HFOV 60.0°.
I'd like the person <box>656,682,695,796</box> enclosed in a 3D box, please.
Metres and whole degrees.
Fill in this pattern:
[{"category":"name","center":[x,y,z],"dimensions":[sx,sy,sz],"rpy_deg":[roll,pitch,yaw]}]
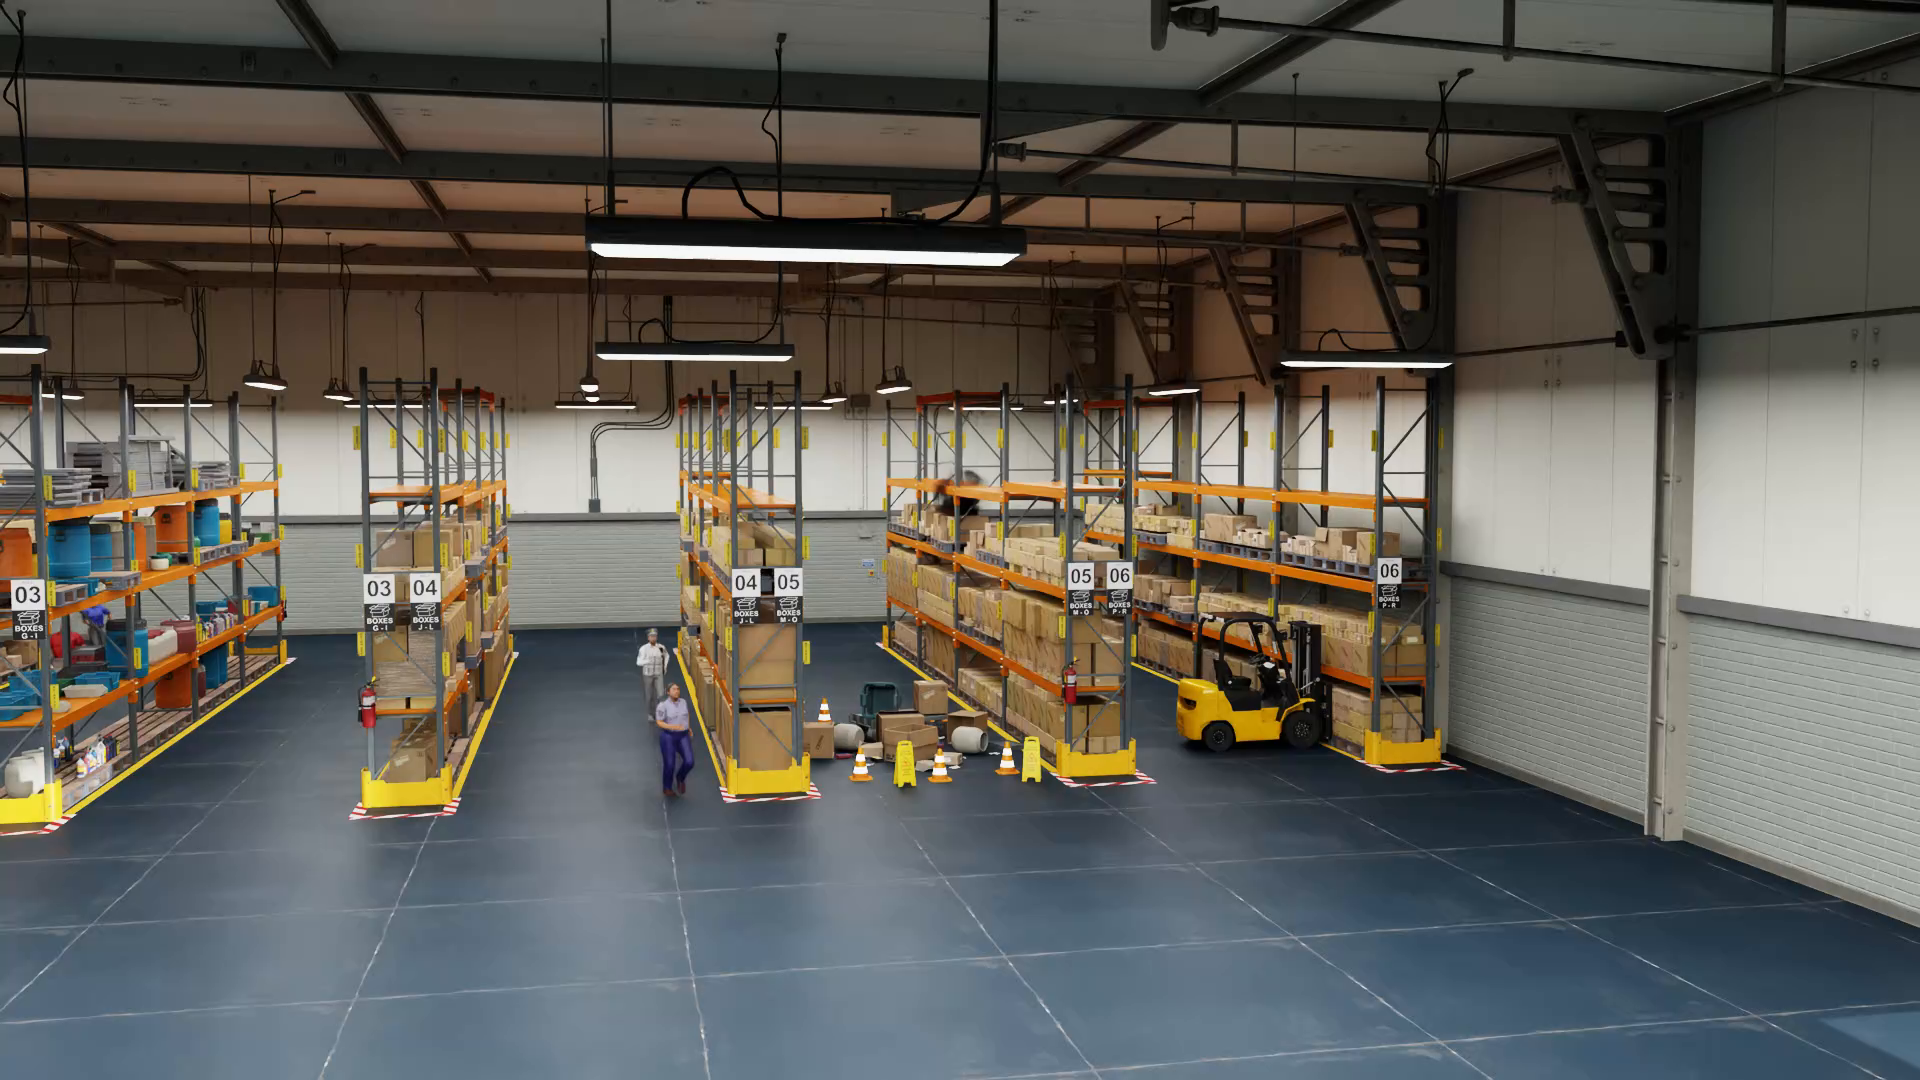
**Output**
[{"category":"person","center":[-3.973,2.800,23.320],"dimensions":[0.589,1.612,0.601],"rpy_deg":[-2,4,-35]}]

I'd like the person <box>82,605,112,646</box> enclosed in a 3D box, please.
[{"category":"person","center":[-19.033,2.011,36.705],"dimensions":[0.584,1.590,0.537],"rpy_deg":[-2,4,-29]}]

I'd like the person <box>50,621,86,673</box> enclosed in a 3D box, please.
[{"category":"person","center":[-16.657,2.318,30.936],"dimensions":[0.657,1.677,0.617],"rpy_deg":[-1,4,-15]}]

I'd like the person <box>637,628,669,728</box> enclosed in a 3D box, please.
[{"category":"person","center":[-5.379,2.414,29.224],"dimensions":[0.591,1.741,0.704],"rpy_deg":[-1,4,-16]}]
